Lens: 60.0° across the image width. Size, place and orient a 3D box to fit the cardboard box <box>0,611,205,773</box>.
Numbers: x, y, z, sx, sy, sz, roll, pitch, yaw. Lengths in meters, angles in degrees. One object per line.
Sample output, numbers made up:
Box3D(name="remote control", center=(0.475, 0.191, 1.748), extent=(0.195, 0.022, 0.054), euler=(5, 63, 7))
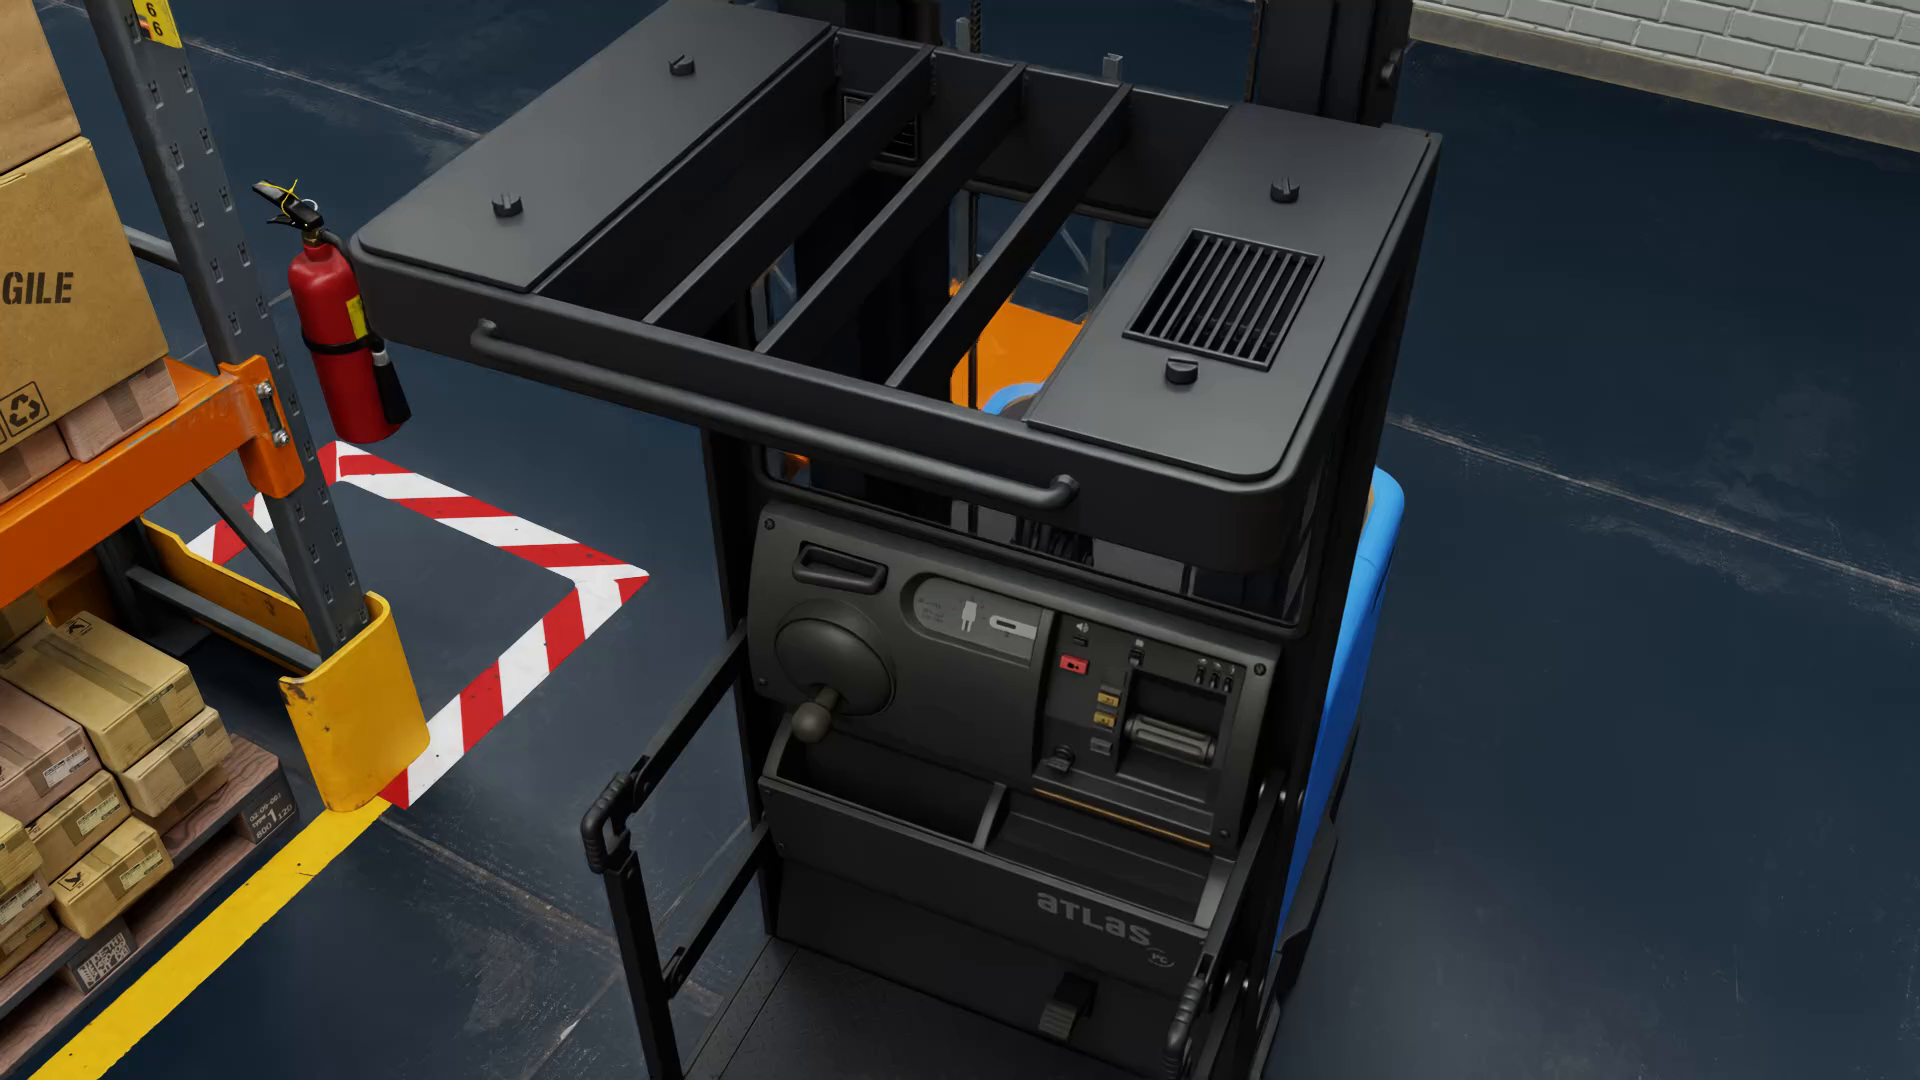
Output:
Box3D(name="cardboard box", center=(-2.046, 0.357, 3.964), extent=(0.380, 0.149, 0.250), euler=(21, 46, 23))

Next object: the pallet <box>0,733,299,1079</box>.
Box3D(name="pallet", center=(-2.476, 0.824, 4.154), extent=(1.003, 0.211, 1.213), euler=(21, 45, 22))

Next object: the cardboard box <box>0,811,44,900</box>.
Box3D(name="cardboard box", center=(-2.241, 0.672, 3.607), extent=(0.380, 0.149, 0.250), euler=(20, 45, 21))

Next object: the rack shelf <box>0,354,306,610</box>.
Box3D(name="rack shelf", center=(-3.002, 0.696, 2.735), extent=(1.077, 0.370, 4.000), euler=(21, 45, 22))

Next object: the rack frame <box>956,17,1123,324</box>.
Box3D(name="rack frame", center=(0.212, -0.805, 5.029), extent=(0.500, 1.500, 0.032), euler=(21, 45, 22))

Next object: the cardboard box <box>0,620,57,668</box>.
Box3D(name="cardboard box", center=(-2.485, 0.297, 4.258), extent=(0.380, 0.149, 0.250), euler=(23, 46, 24))

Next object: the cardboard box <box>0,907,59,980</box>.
Box3D(name="cardboard box", center=(-2.331, 0.867, 3.835), extent=(0.380, 0.149, 0.250), euler=(21, 45, 22))

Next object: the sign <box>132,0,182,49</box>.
Box3D(name="sign", center=(-1.530, -1.077, 3.088), extent=(0.100, 0.325, 0.005), euler=(21, 45, 22))

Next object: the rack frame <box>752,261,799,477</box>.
Box3D(name="rack frame", center=(-0.297, -0.223, 4.369), extent=(0.500, 1.500, 0.032), euler=(21, 45, 22))

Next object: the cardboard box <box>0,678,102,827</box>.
Box3D(name="cardboard box", center=(-2.222, 0.482, 3.823), extent=(0.380, 0.149, 0.250), euler=(22, 46, 23))

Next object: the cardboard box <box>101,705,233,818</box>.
Box3D(name="cardboard box", center=(-2.018, 0.478, 4.052), extent=(0.380, 0.149, 0.250), euler=(20, 45, 21))

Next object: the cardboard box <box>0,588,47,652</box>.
Box3D(name="cardboard box", center=(-2.557, 0.158, 4.191), extent=(0.380, 0.149, 0.250), euler=(19, 45, 20))

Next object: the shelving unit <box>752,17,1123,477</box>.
Box3D(name="shelving unit", center=(-0.038, -0.519, 4.705), extent=(0.587, 1.500, 1.083), euler=(21, 45, 22))

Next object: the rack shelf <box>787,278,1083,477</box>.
Box3D(name="rack shelf", center=(-0.043, -0.379, 4.818), extent=(0.538, 0.185, 1.000), euler=(21, 45, 22))

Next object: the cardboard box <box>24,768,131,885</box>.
Box3D(name="cardboard box", center=(-2.195, 0.610, 3.902), extent=(0.380, 0.149, 0.250), euler=(20, 45, 21))

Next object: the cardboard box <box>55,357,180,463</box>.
Box3D(name="cardboard box", center=(-1.919, -0.344, 3.562), extent=(0.380, 0.149, 0.250), euler=(21, 46, 22))

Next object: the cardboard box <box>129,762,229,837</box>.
Box3D(name="cardboard box", center=(-2.084, 0.564, 4.180), extent=(0.380, 0.149, 0.250), euler=(22, 46, 23))

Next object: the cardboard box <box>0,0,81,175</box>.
Box3D(name="cardboard box", center=(-2.014, -0.899, 2.944), extent=(0.500, 0.500, 0.500), euler=(20, 45, 21))

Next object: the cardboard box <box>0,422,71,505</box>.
Box3D(name="cardboard box", center=(-2.076, -0.215, 3.414), extent=(0.380, 0.149, 0.250), euler=(21, 45, 22))

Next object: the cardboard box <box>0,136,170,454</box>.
Box3D(name="cardboard box", center=(-2.003, -0.526, 3.277), extent=(0.500, 0.500, 0.500), euler=(22, 46, 23))

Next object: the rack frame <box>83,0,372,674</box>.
Box3D(name="rack frame", center=(-2.001, -0.719, 3.797), extent=(1.000, 3.000, 0.127), euler=(21, 45, 22))

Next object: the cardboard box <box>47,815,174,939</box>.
Box3D(name="cardboard box", center=(-2.125, 0.744, 3.975), extent=(0.380, 0.149, 0.250), euler=(22, 46, 23))

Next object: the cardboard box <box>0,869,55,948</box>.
Box3D(name="cardboard box", center=(-2.276, 0.776, 3.713), extent=(0.380, 0.149, 0.250), euler=(19, 45, 20))

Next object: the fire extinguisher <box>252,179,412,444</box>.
Box3D(name="fire extinguisher", center=(-1.475, -0.541, 3.936), extent=(0.296, 0.674, 0.183), euler=(21, 45, 22))

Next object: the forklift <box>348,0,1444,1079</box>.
Box3D(name="forklift", center=(-0.020, 0.312, 2.678), extent=(1.130, 2.935, 3.031), euler=(16, 44, 17))

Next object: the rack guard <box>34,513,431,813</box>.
Box3D(name="rack guard", center=(-2.039, 0.263, 4.573), extent=(1.175, 0.500, 0.348), euler=(21, 45, 22))
